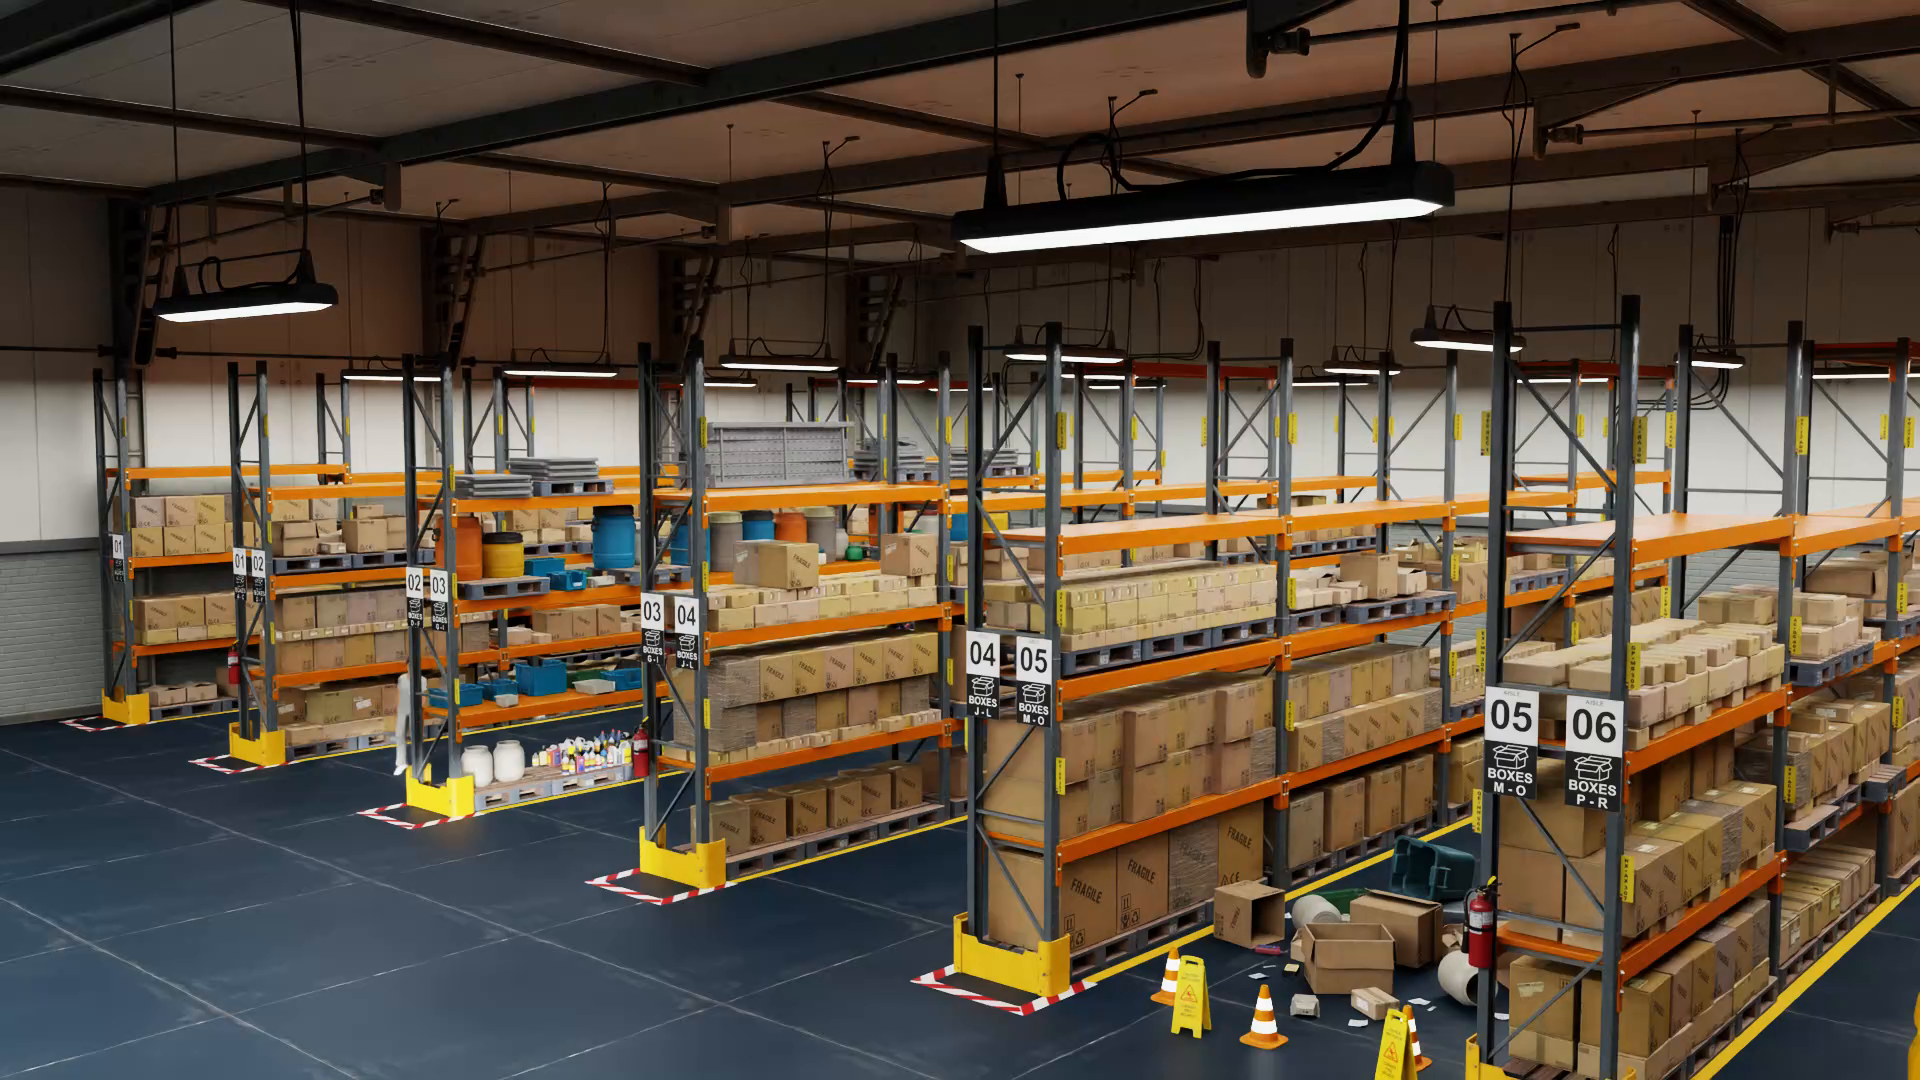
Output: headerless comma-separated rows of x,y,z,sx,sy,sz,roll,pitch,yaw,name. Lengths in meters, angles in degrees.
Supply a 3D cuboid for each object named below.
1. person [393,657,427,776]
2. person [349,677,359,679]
-8.031,2.564,24.268,0.466,1.722,0.591,0,4,-2,person
-10.604,2.147,29.415,0.645,1.821,0.683,3,5,33,person
